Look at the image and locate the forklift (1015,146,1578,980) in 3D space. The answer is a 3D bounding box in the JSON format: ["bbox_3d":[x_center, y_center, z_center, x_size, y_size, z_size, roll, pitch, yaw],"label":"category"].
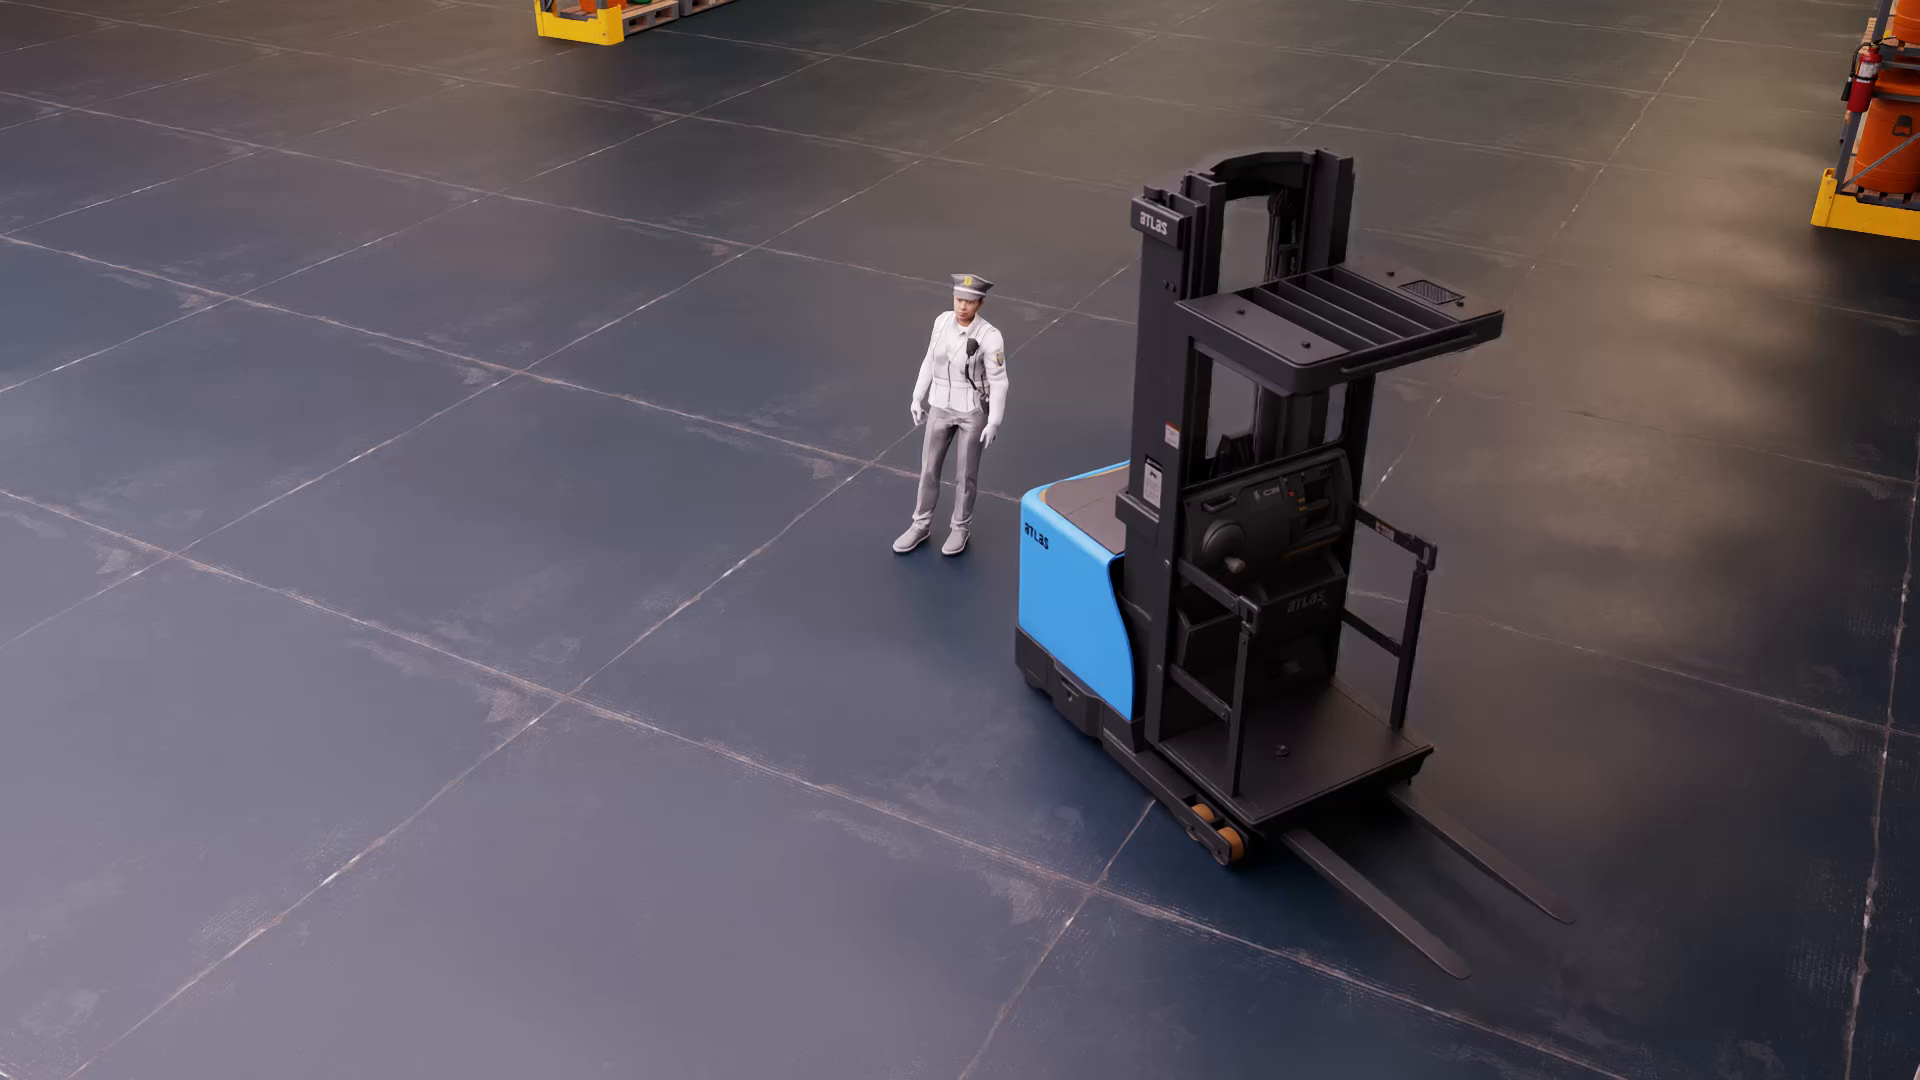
[{"bbox_3d":[1.480,-0.076,7.203,1.130,2.935,3.031,-17,34,-27],"label":"forklift"}]

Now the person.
[{"bbox_3d":[-0.039,-0.712,9.527,0.586,1.694,0.531,15,33,25],"label":"person"}]
